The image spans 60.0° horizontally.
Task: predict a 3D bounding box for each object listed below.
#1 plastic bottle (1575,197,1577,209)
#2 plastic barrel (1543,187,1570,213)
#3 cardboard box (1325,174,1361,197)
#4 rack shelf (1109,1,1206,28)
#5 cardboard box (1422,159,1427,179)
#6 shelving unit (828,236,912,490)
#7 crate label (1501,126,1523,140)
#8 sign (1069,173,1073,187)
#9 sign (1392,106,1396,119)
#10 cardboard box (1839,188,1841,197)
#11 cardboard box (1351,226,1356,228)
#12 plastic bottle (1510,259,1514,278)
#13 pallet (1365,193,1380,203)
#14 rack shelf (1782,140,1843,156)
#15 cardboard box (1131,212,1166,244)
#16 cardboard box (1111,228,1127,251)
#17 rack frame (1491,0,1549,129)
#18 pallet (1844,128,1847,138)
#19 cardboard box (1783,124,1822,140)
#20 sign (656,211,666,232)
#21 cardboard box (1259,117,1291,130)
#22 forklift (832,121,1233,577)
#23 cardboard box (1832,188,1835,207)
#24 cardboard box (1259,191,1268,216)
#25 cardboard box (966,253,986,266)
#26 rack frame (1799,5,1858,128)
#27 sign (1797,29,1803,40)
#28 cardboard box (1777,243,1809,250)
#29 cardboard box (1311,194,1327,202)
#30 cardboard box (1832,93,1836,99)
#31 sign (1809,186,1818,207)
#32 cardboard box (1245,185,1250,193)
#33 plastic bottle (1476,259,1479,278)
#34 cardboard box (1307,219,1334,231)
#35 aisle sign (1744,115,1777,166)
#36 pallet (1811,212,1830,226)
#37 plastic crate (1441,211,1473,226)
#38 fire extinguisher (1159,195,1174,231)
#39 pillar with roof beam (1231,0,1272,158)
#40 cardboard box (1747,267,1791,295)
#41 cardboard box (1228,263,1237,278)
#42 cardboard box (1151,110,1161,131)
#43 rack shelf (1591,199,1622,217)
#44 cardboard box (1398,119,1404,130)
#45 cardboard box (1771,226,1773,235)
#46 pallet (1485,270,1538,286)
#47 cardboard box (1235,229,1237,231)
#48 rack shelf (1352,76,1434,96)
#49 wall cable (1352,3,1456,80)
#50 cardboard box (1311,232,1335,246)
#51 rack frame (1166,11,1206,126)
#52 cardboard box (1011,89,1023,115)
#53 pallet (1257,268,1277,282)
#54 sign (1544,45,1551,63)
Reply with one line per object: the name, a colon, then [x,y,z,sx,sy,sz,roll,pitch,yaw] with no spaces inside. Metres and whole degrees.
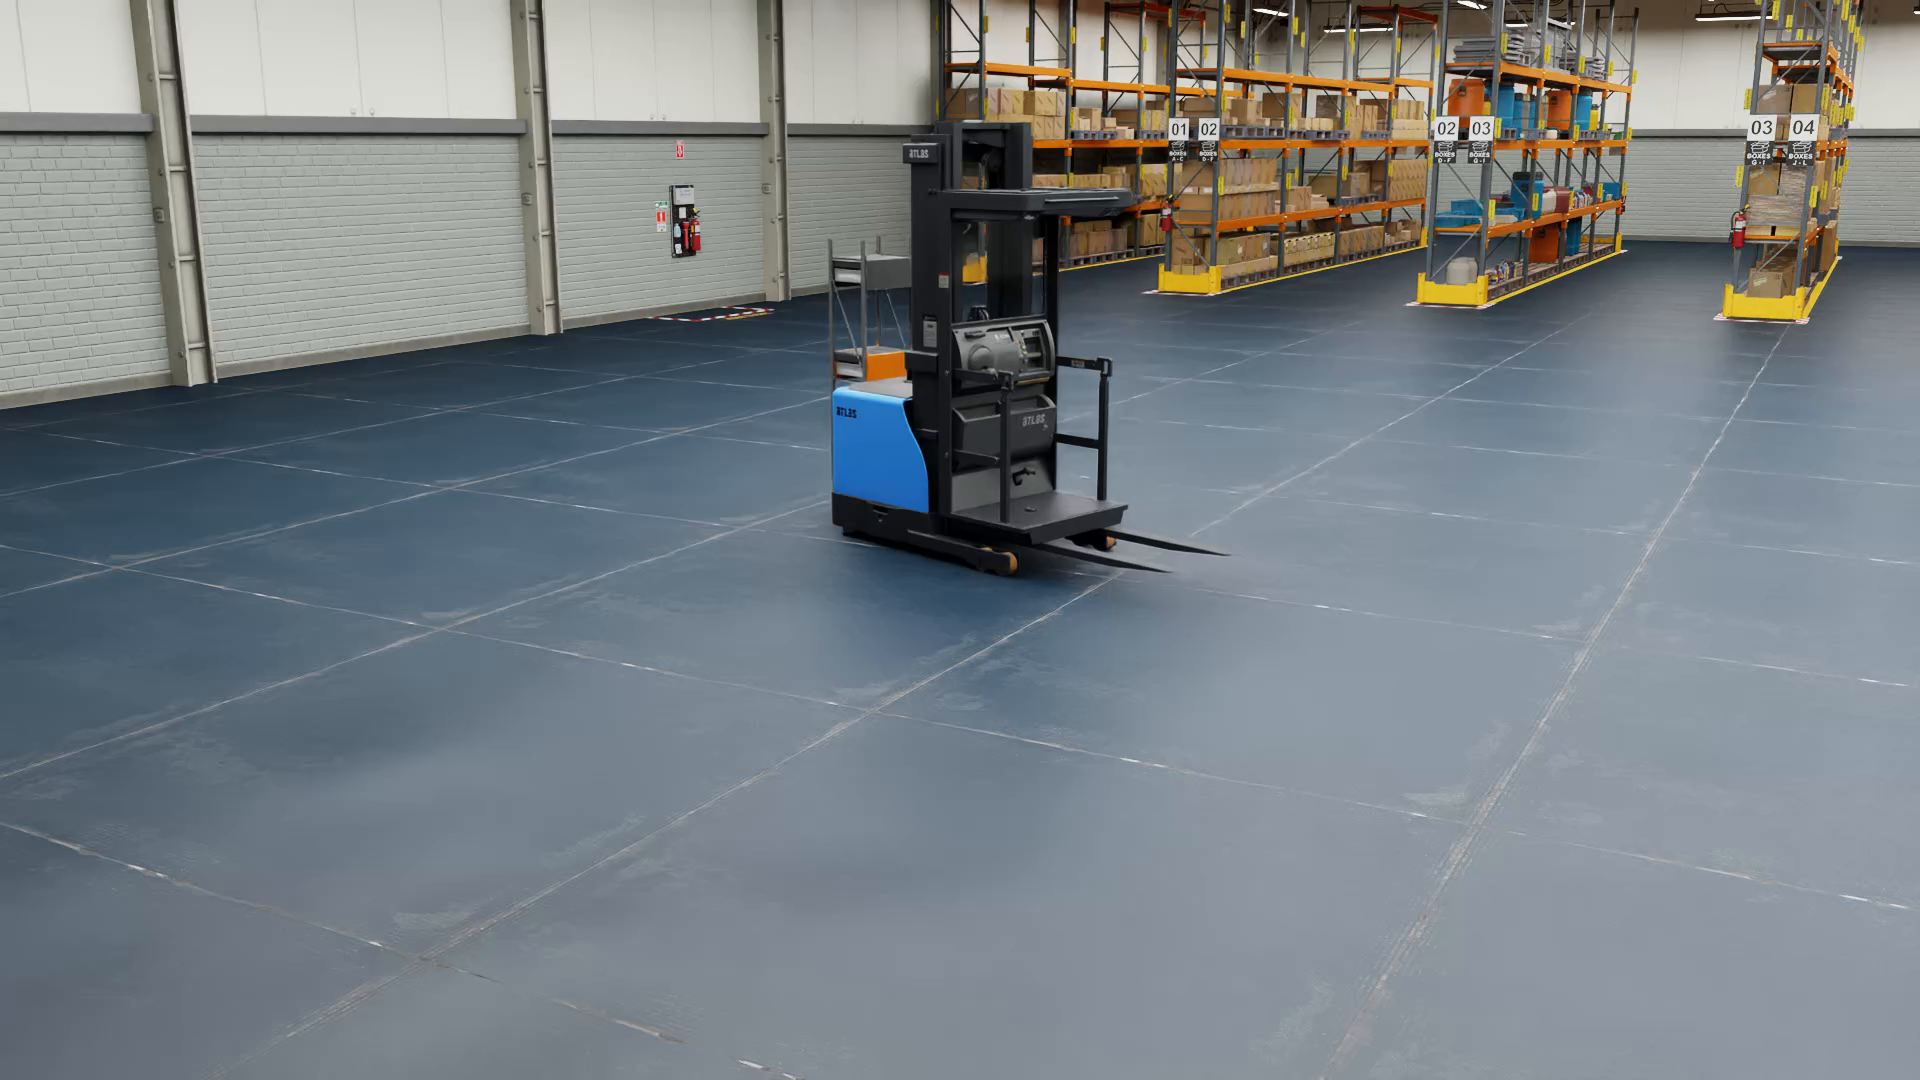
plastic bottle: [13.744,-7.561,37.261,0.152,0.276,0.135,7,15,28]
plastic barrel: [12.623,-7.221,35.297,0.600,0.536,0.708,7,15,28]
cardboard box: [9.062,-8.408,39.398,0.700,0.500,0.500,11,17,38]
rack shelf: [4.876,-13.000,41.200,1.077,0.370,4.000,7,15,28]
cardboard box: [12.140,-9.900,44.352,0.500,0.500,0.500,7,15,28]
shelving unit: [-0.666,-1.234,12.671,0.503,2.100,0.431,-13,19,-43]
crate label: [9.908,-7.376,30.146,0.502,0.251,0.408,7,15,28]
sign: [2.454,-7.948,36.752,0.100,0.325,0.005,7,15,28]
sign: [10.669,-10.506,40.869,0.100,0.325,0.005,7,15,28]
cardboard box: [20.537,-8.203,39.345,0.500,0.250,0.500,7,15,27]
cardboard box: [9.486,-7.484,41.070,0.500,0.500,0.500,8,16,29]
plastic bottle: [10.589,-5.225,32.022,0.144,0.351,0.185,7,15,27]
pallet: [9.699,-8.423,40.979,1.003,0.211,1.213,7,15,28]
rack shelf: [17.884,-8.242,34.957,1.077,0.370,4.000,7,15,28]
cardboard box: [4.809,-7.881,42.016,0.750,0.750,0.750,7,15,28]
cardboard box: [3.607,-7.252,40.110,0.700,0.500,0.500,8,16,29]
rack frame: [10.648,-9.381,31.743,1.000,3.000,0.127,7,15,28]
pallet: [19.847,-9.375,38.311,1.003,0.211,1.213,7,15,28]
cardboard box: [13.509,-6.537,26.669,0.500,0.250,0.500,8,16,30]
sign: [-4.863,-5.189,27.083,0.001,0.329,0.234,7,15,28]
cardboard box: [6.620,-8.741,34.914,0.500,0.250,0.500,9,16,34]
forklift: [0.457,-1.318,11.245,1.130,2.935,3.031,-13,19,-43]
cardboard box: [18.372,-7.257,35.523,0.500,0.500,0.500,7,15,27]
cardboard box: [5.855,-6.874,33.933,0.700,0.500,0.500,7,15,27]
cardboard box: [0.455,-5.804,34.508,0.500,0.311,0.500,6,15,22]
rack frame: [18.851,-10.461,36.223,1.000,3.000,0.127,7,15,28]
sign: [18.377,-11.060,36.377,0.100,0.325,0.005,7,15,28]
cardboard box: [16.372,-5.836,32.636,0.500,0.250,0.500,9,16,34]
cardboard box: [8.033,-7.734,37.903,0.500,0.311,0.500,9,16,32]
cardboard box: [19.311,-9.861,37.212,0.500,0.250,0.500,6,15,24]
sign: [13.525,-5.442,26.358,0.100,0.325,0.005,7,15,28]
cardboard box: [5.502,-6.941,32.826,0.380,0.149,0.250,8,15,29]
plastic bottle: [10.021,-5.255,32.145,0.144,0.351,0.185,7,15,28]
cardboard box: [8.518,-7.441,39.291,0.500,0.250,0.500,8,16,30]
aisle sign: [12.757,-6.367,26.498,0.394,0.787,0.004,7,15,28]
pallet: [15.481,-5.950,30.723,1.003,0.211,1.213,7,15,28]
plastic crate: [9.013,-5.840,30.176,0.499,0.251,0.408,7,15,28]
fire extinguisher: [3.916,-6.196,31.500,0.296,0.674,0.183,7,15,28]
pillar with roof beam: [12.093,-13.129,47.292,9.100,9.000,0.548,7,15,28]
cardboard box: [13.626,-4.324,28.007,0.500,0.500,0.500,13,19,43]
cardboard box: [5.072,-5.261,32.425,0.500,0.250,0.500,7,15,28]
cardboard box: [4.582,-10.461,41.471,0.700,0.500,0.500,8,16,31]
rack shelf: [15.482,-8.166,41.041,1.077,0.370,4.000,7,15,28]
cardboard box: [10.874,-10.470,41.916,0.500,0.250,0.500,7,15,28]
cardboard box: [13.129,-5.093,27.296,0.380,0.149,0.250,7,15,28]
pallet: [10.994,-5.274,33.460,1.003,0.211,1.213,7,15,28]
cardboard box: [7.526,-8.883,46.915,0.700,0.500,0.500,7,15,28]
rack shelf: [11.148,-11.643,42.669,1.077,0.370,4.000,7,15,28]
wall cable: [13.192,-14.724,49.757,3.097,2.526,0.112,7,15,28]
cardboard box: [8.210,-6.851,37.827,0.500,0.311,0.500,8,16,30]
rack frame: [5.843,-12.144,43.207,1.000,3.000,0.127,7,15,28]
cardboard box: [0.965,-9.024,34.273,0.500,0.500,0.500,8,16,30]
pallet: [5.893,-5.512,34.447,1.003,0.211,1.213,7,15,28]
sign: [11.124,-9.214,31.500,0.100,0.325,0.005,7,15,28]
